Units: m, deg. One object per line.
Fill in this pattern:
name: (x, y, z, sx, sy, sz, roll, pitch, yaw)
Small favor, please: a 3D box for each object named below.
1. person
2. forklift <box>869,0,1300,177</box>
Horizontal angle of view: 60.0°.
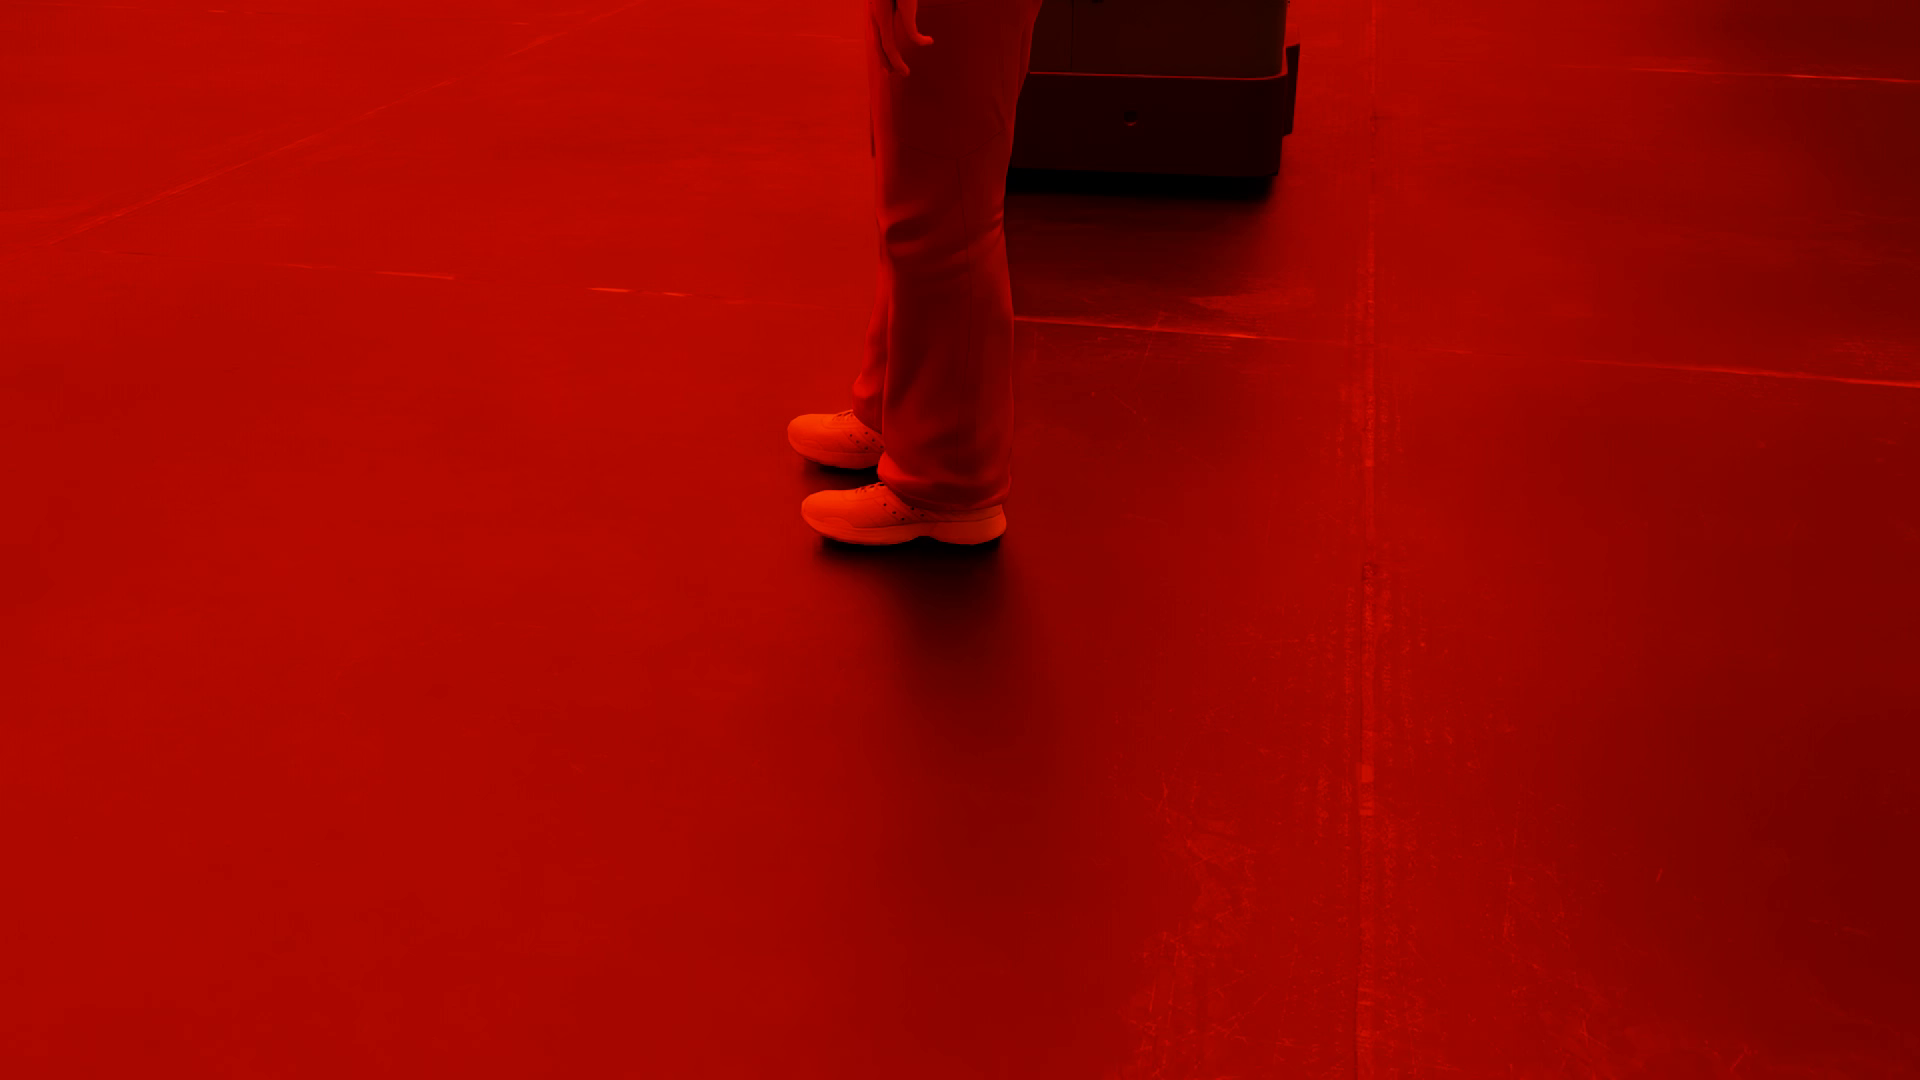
person: (-0.083, -0.761, 2.150, 0.521, 1.659, 0.553, 6, 27, 11)
forklift: (0.510, -2.846, 4.887, 1.130, 2.935, 3.031, 4, 27, 8)
